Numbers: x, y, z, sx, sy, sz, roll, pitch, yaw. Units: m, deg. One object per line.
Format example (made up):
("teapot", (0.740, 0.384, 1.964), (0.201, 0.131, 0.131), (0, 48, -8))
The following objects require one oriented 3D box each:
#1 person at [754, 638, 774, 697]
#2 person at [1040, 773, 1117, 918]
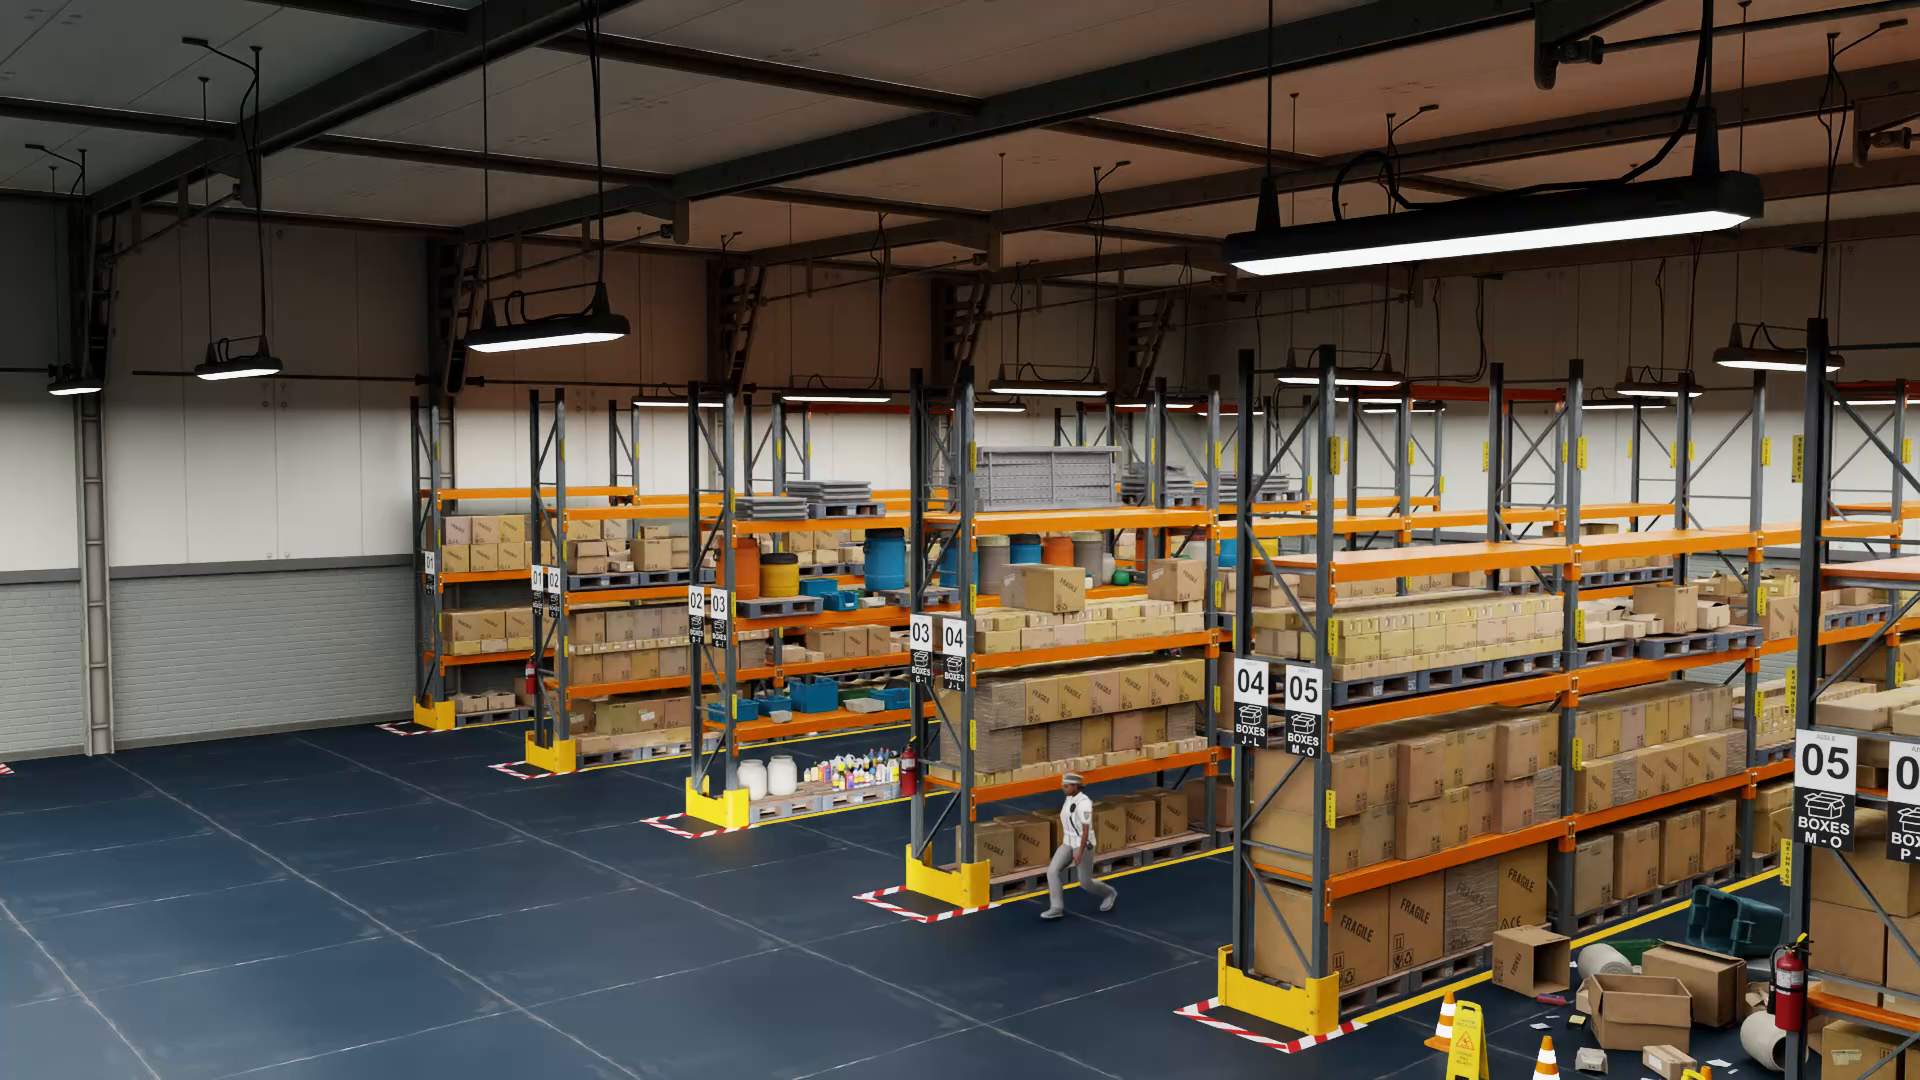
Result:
("person", (-3.700, 2.521, 31.638), (0.430, 1.546, 0.912), (2, 4, 33))
("person", (1.270, 3.308, 18.144), (0.960, 1.541, 0.434), (-2, 4, -34))
